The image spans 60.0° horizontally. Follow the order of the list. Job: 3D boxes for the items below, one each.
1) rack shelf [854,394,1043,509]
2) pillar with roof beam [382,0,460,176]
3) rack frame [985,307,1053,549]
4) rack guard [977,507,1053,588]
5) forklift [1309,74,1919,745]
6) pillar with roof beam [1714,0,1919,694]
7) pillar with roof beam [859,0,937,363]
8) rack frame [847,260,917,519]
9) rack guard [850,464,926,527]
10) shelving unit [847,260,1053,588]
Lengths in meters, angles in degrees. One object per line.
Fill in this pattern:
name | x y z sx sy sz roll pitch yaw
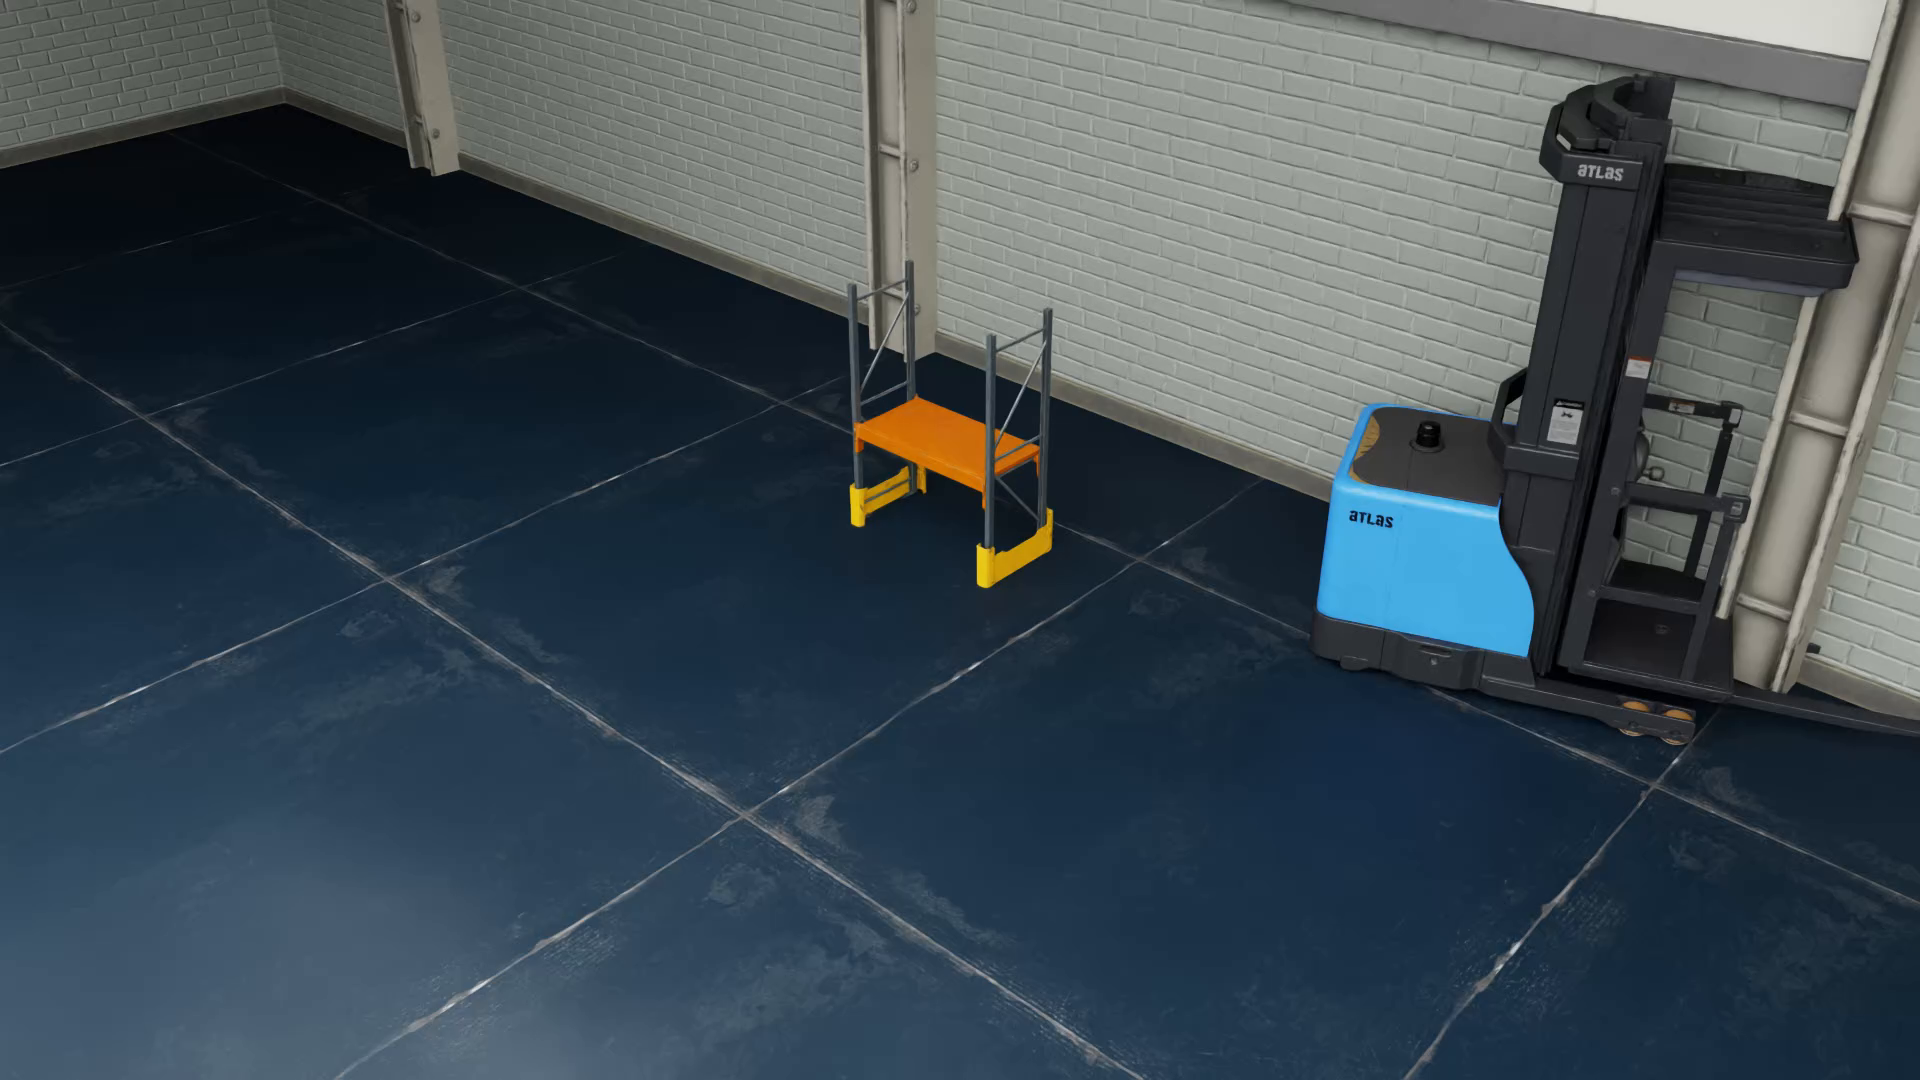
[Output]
rack shelf | -0.063 -0.518 9.449 1.000 0.185 0.538 25 39 35
pillar with roof beam | -7.744 -5.662 10.375 0.400 9.000 9.100 25 39 35
rack frame | 0.314 -0.496 9.064 0.032 1.500 0.500 25 39 35
rack guard | 0.313 0.039 9.388 0.087 0.250 0.587 25 39 35
forklift | 3.382 -0.575 7.808 3.031 2.935 1.130 11 33 18
pillar with roof beam | 1.153 -1.509 3.477 0.400 9.000 9.100 25 39 35
pillar with roof beam | -3.295 -3.586 6.926 0.400 9.000 9.100 25 39 35
rack frame | -0.440 -0.848 9.649 0.032 1.500 0.500 25 39 35
rack guard | -0.426 -0.306 9.960 0.087 0.250 0.587 25 39 35
shelving unit | -0.057 -0.669 9.351 1.083 1.500 0.587 25 39 35
